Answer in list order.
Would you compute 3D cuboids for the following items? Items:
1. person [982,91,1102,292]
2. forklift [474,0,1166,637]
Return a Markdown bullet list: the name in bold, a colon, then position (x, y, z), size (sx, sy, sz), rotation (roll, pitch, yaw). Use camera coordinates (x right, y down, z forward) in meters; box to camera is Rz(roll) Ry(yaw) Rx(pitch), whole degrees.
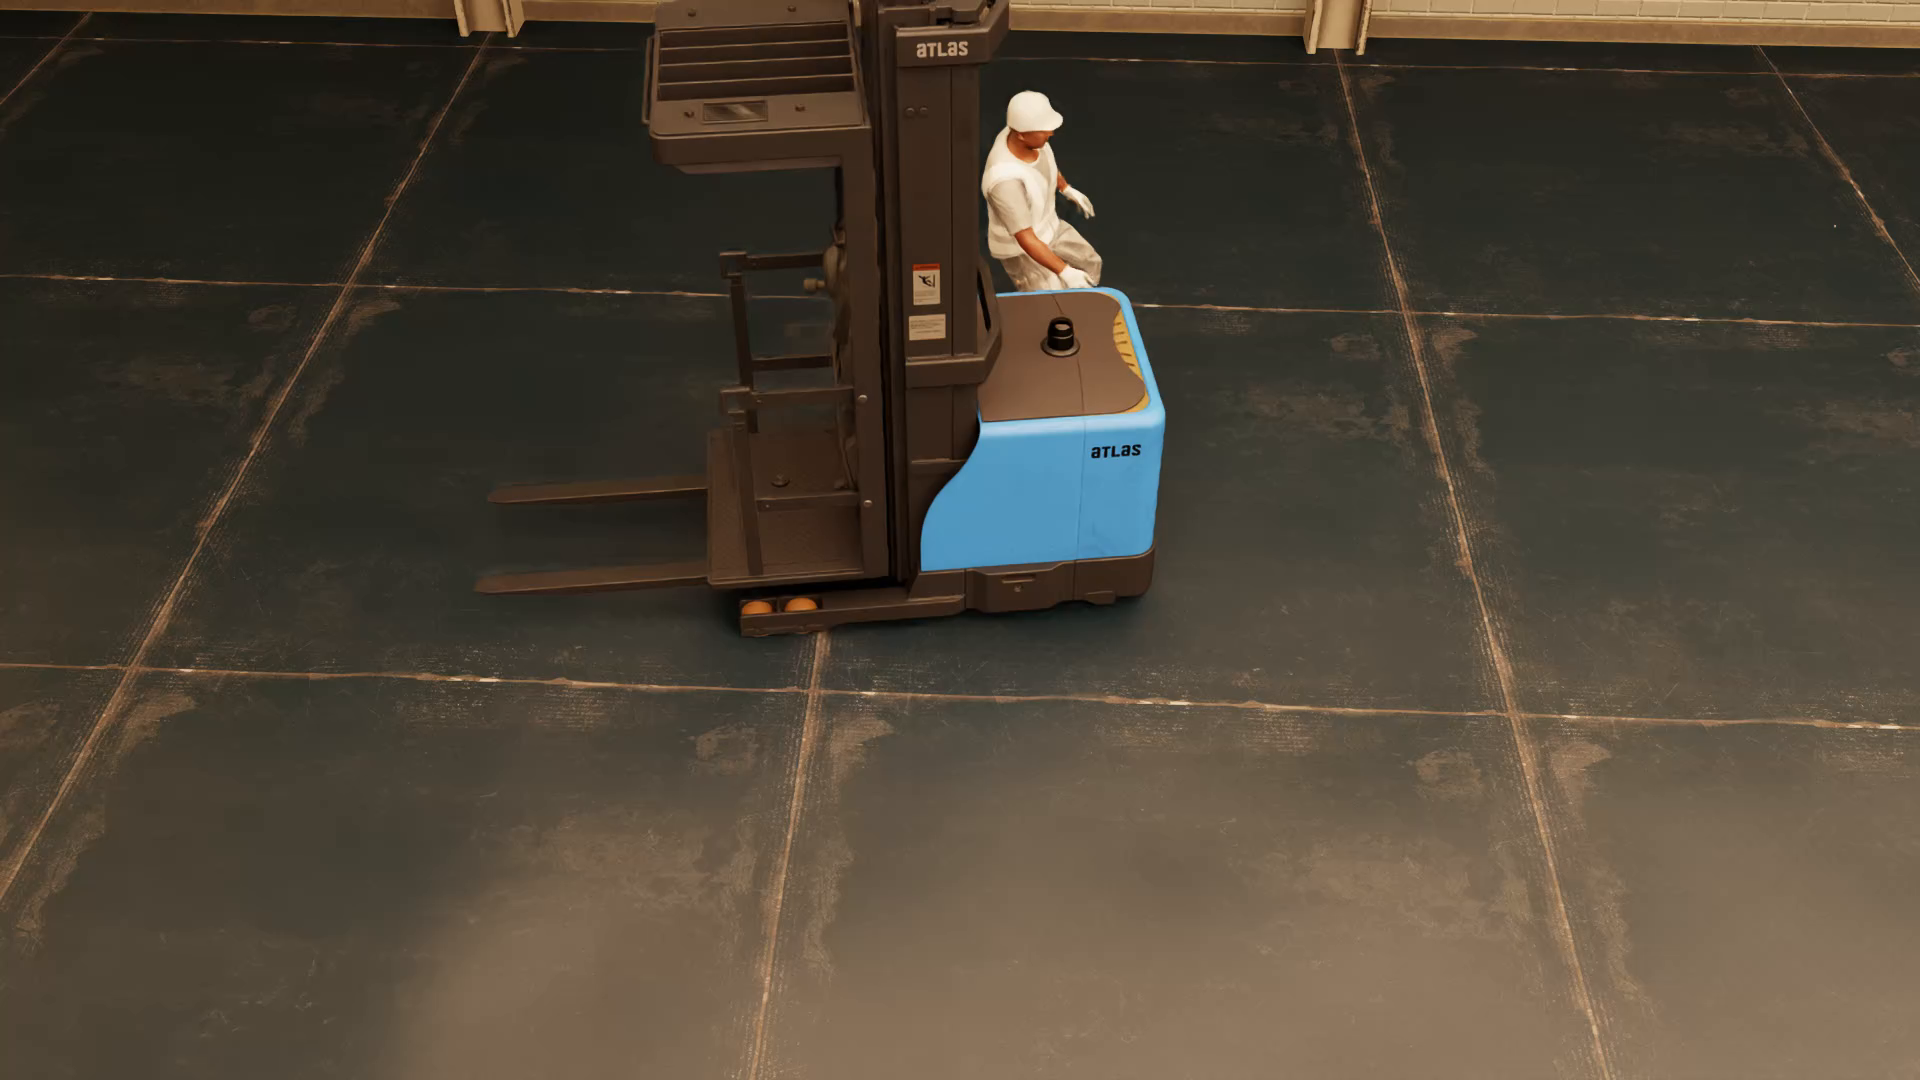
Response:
- **person**: position (0.465, -1.499, 8.344), size (0.681, 1.644, 0.809), rotation (13, 44, 14)
- **forklift**: position (-0.677, -1.025, 6.865), size (3.031, 2.935, 1.130), rotation (-4, 43, -5)
